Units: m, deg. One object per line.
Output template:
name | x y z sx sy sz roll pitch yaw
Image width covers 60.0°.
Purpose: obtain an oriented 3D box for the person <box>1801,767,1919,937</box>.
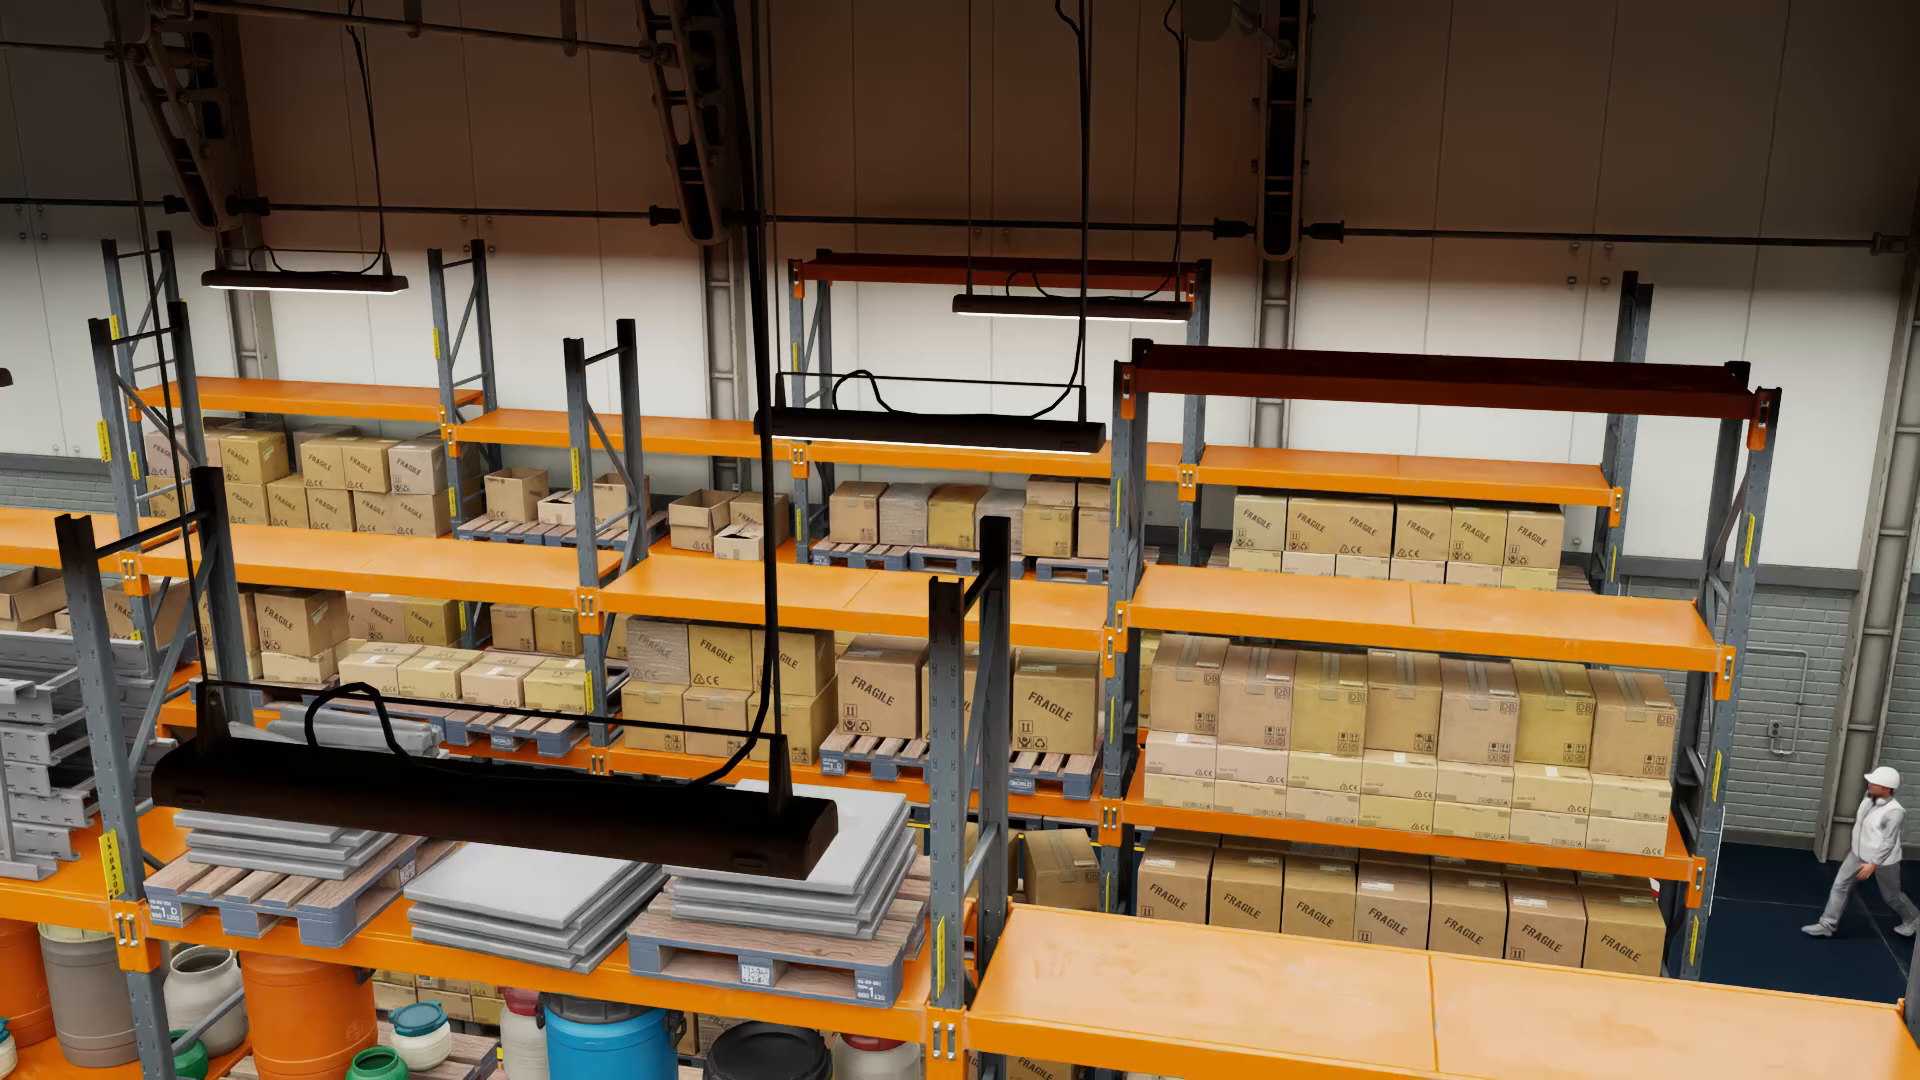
person | 8.452 2.896 15.360 1.096 1.720 0.545 -3 17 -11
